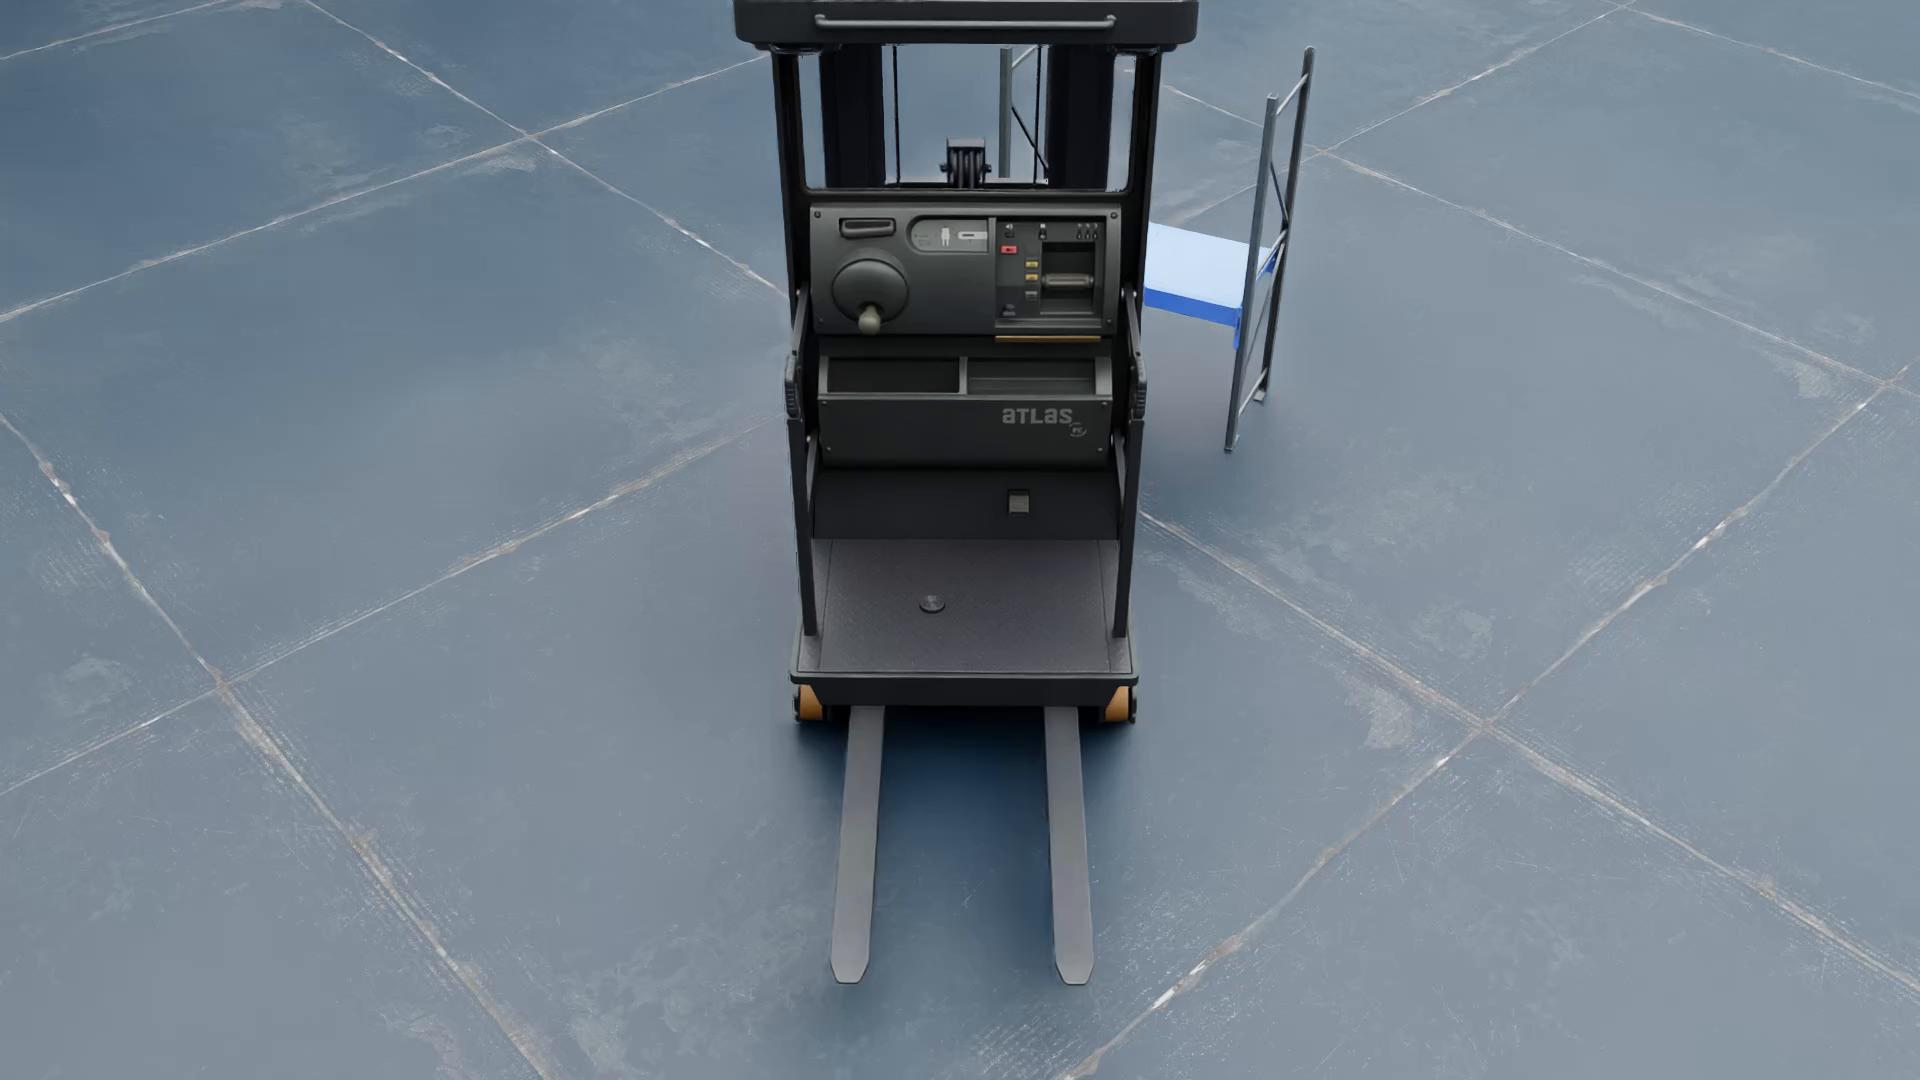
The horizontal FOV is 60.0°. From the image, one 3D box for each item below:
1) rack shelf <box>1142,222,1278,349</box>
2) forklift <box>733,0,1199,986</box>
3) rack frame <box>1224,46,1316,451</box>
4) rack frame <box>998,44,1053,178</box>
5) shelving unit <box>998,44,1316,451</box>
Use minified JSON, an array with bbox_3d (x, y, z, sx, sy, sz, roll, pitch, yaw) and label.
[{"bbox_3d":[0.727,-1.085,6.687,1.000,0.185,0.538,17,42,20],"label":"rack shelf"},{"bbox_3d":[0.017,-0.736,4.828,1.130,2.935,3.031,0,39,0],"label":"forklift"},{"bbox_3d":[1.186,-1.087,6.402,0.032,1.500,0.500,17,42,20],"label":"rack frame"},{"bbox_3d":[0.269,-1.364,6.745,0.032,1.500,0.500,17,42,20],"label":"rack frame"},{"bbox_3d":[0.727,-1.225,6.574,1.048,1.500,0.538,17,42,20],"label":"shelving unit"}]
